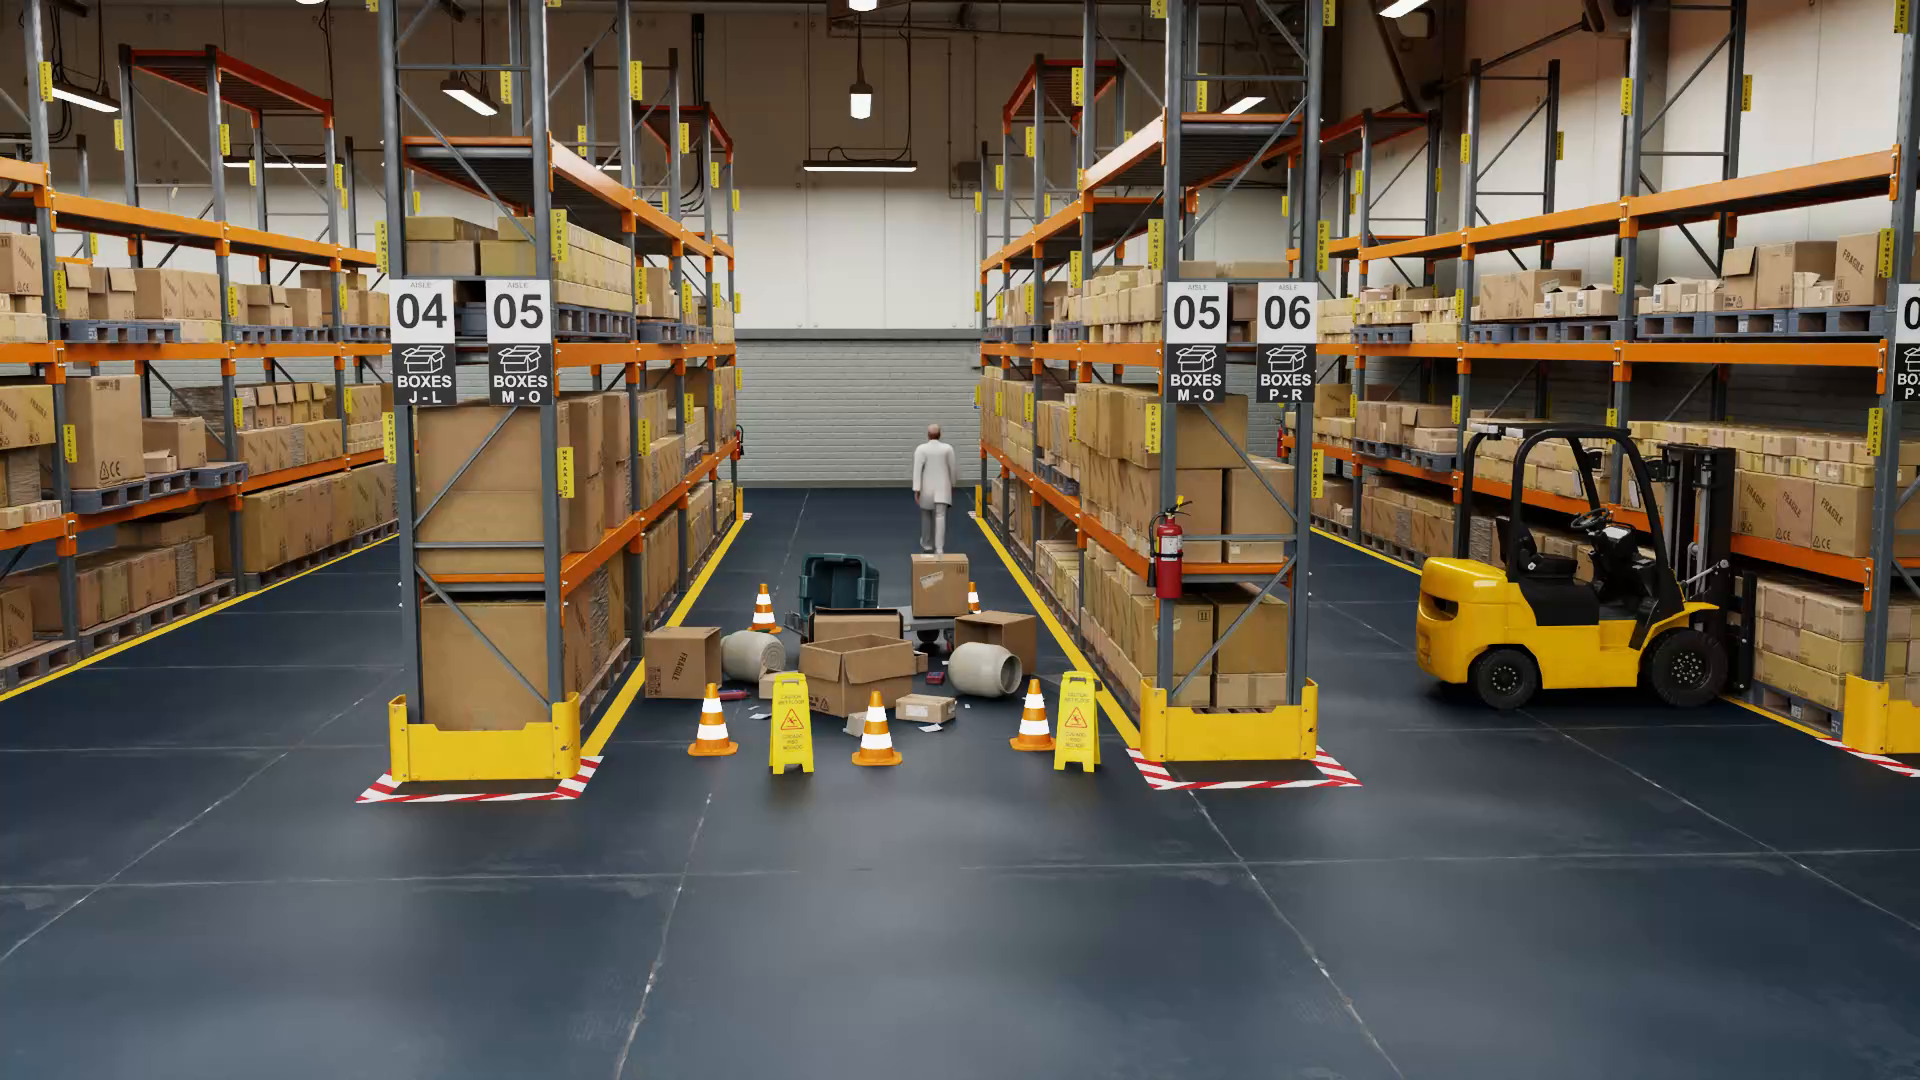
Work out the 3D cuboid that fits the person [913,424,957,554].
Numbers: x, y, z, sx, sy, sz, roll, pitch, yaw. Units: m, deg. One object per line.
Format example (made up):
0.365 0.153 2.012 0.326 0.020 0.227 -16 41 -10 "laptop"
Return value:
-0.331 -0.693 22.155 0.593 1.719 1.135 0 7 -1 "person"
